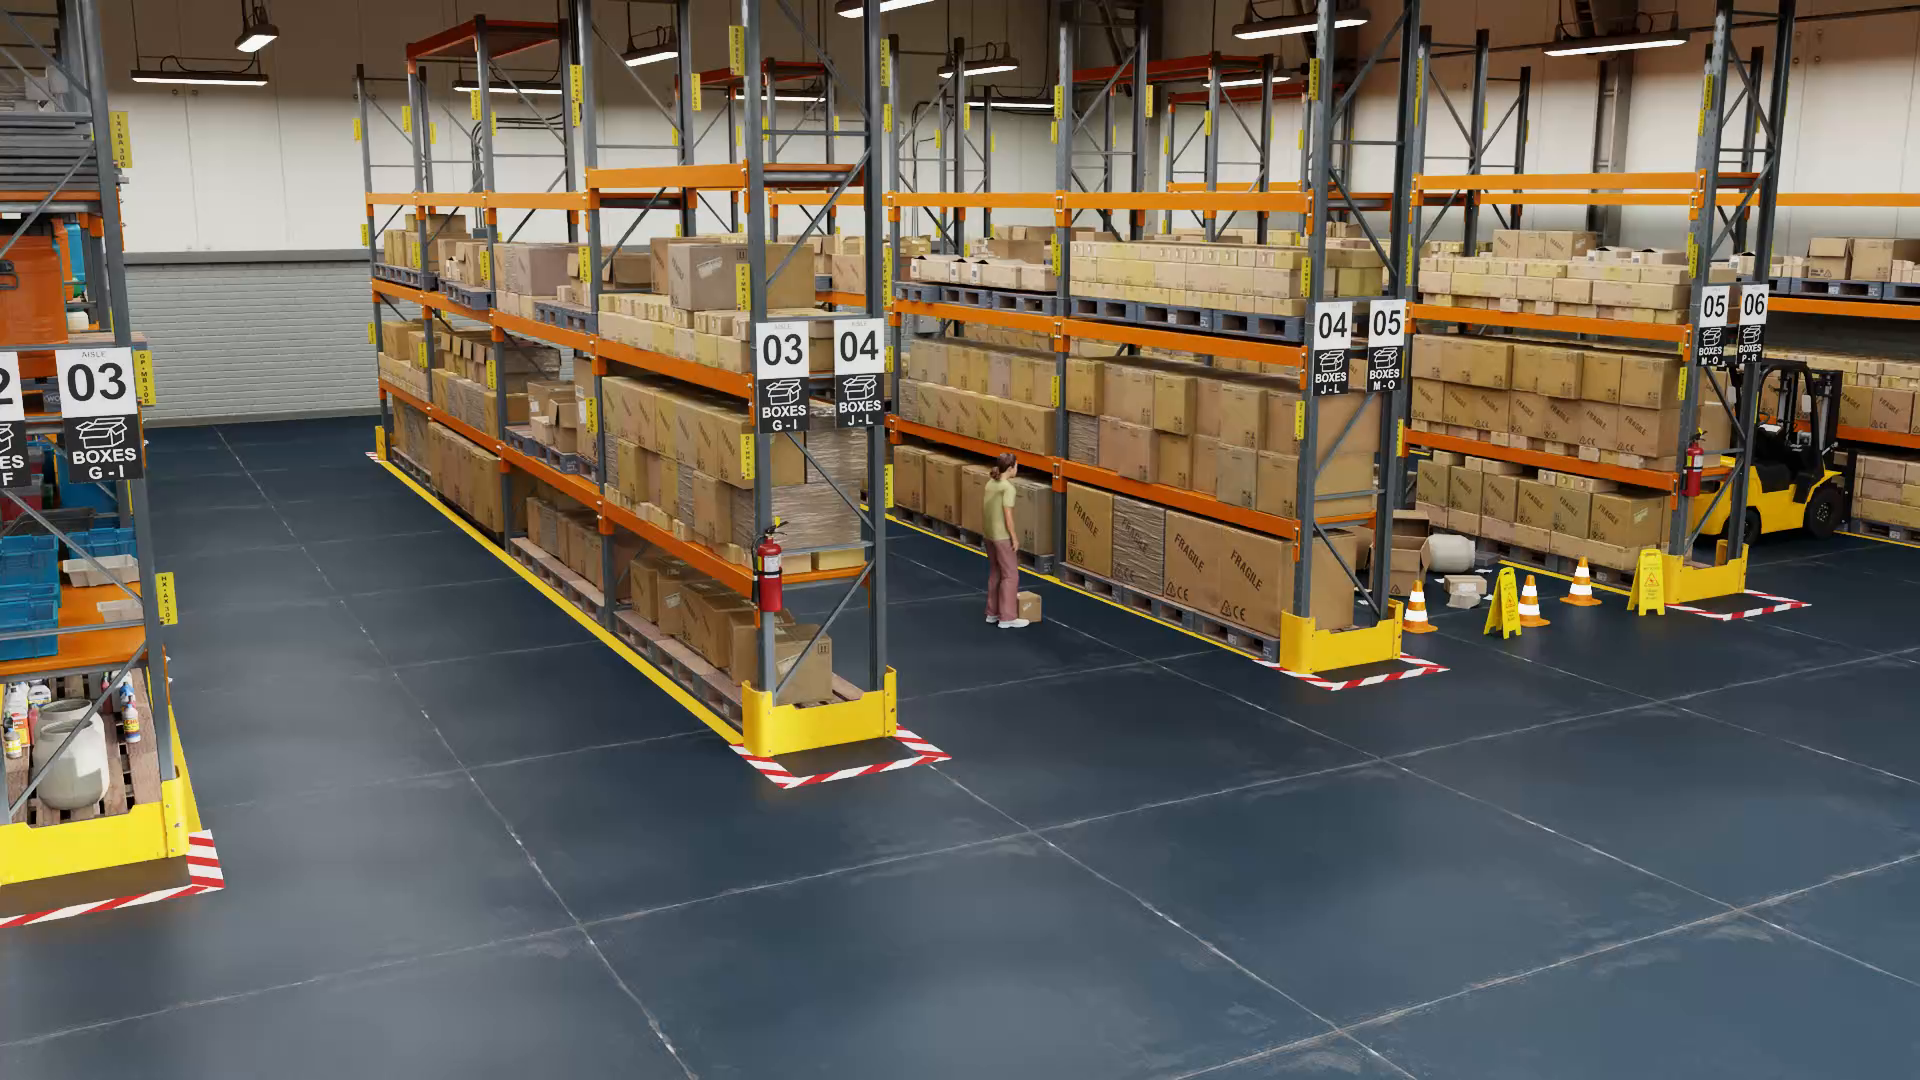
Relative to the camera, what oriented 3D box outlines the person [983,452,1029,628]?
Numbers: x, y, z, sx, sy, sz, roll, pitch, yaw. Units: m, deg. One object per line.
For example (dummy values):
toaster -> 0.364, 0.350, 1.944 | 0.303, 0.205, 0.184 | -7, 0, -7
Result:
person -> 0.411, -0.011, 16.008 | 0.354, 1.673, 0.501 | -6, 13, -28
